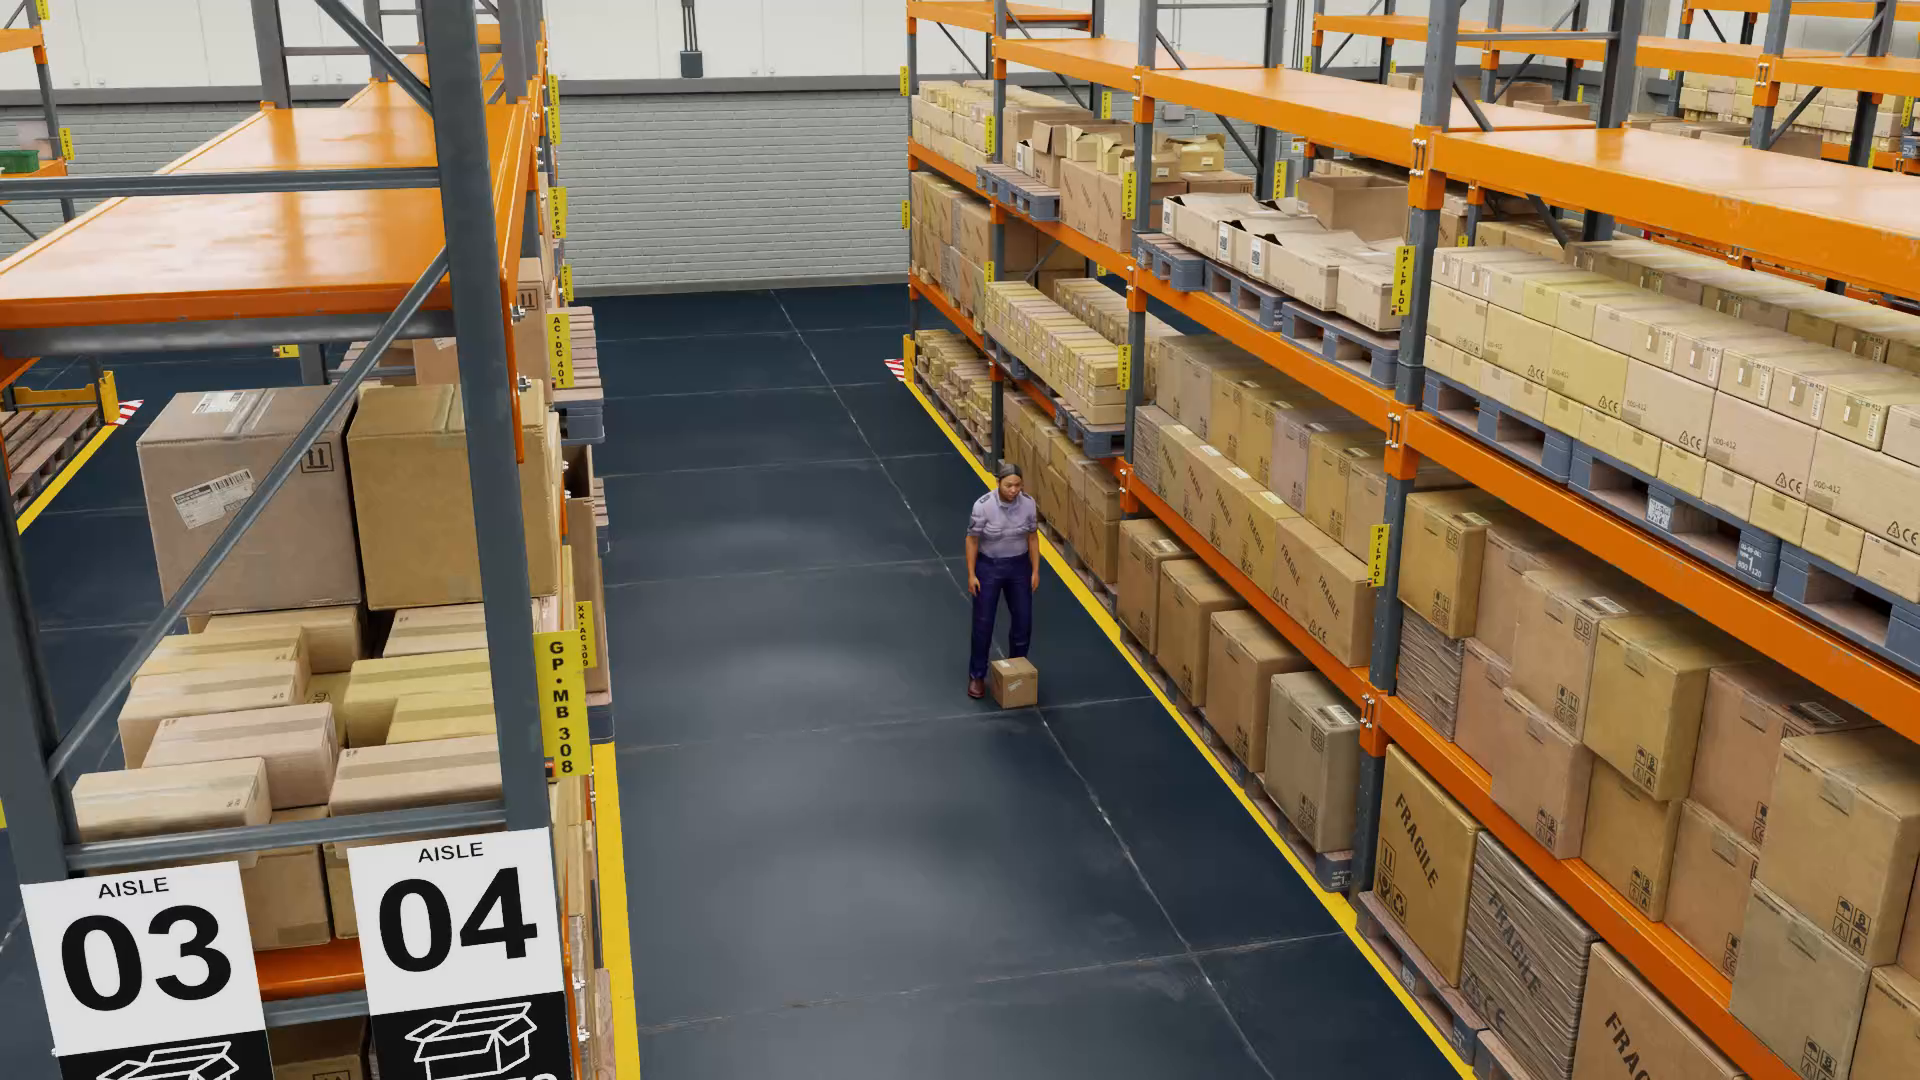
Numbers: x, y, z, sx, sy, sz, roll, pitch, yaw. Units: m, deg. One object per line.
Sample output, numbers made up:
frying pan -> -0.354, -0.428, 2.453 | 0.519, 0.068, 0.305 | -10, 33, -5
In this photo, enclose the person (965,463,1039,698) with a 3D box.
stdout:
person -> 0.289, 0.244, 11.403 | 0.540, 1.651, 0.372 | -5, 20, -14
